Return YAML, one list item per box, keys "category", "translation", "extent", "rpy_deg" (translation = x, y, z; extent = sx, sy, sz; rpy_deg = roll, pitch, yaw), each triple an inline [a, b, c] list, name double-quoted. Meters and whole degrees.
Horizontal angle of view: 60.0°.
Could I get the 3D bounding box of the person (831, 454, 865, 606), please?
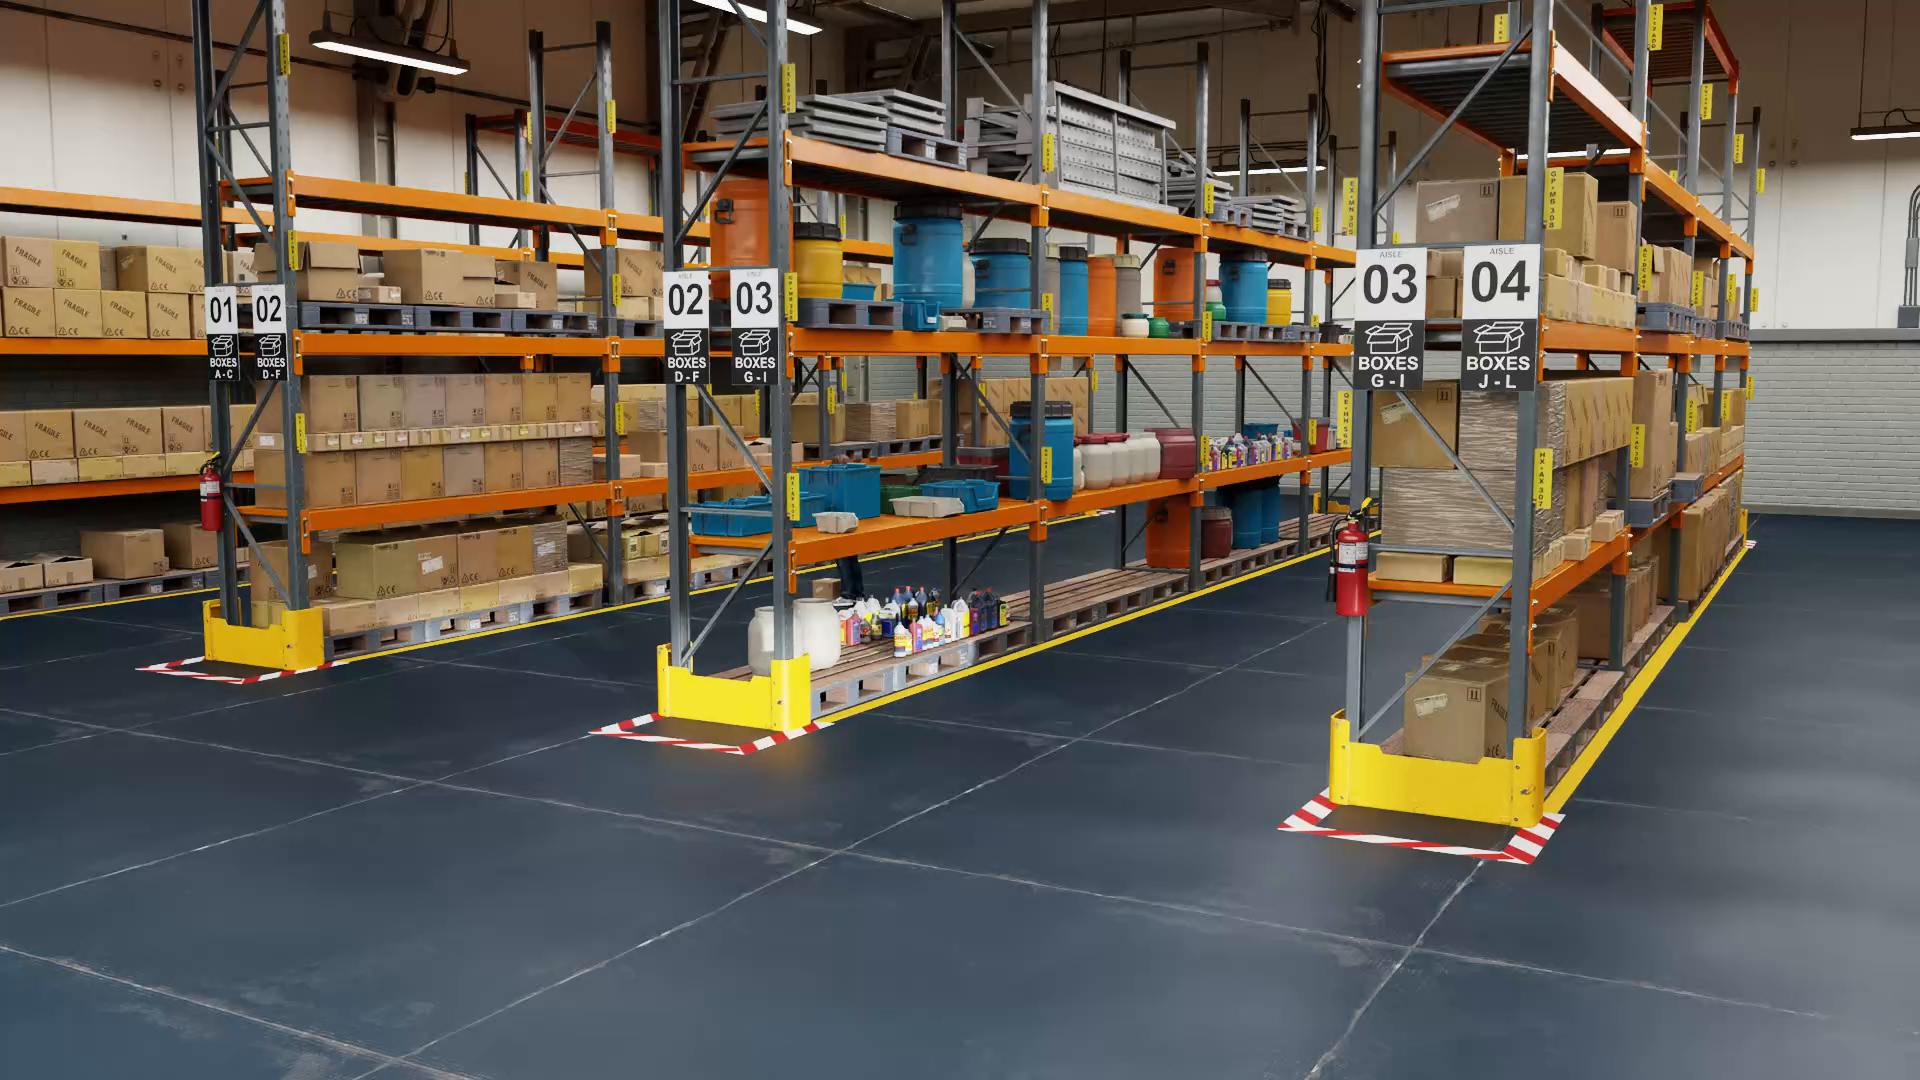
- category: "person"
  translation: [-1.183, -0.105, 17.543]
  extent: [0.347, 1.593, 0.464]
  rpy_deg: [3, 7, 28]
